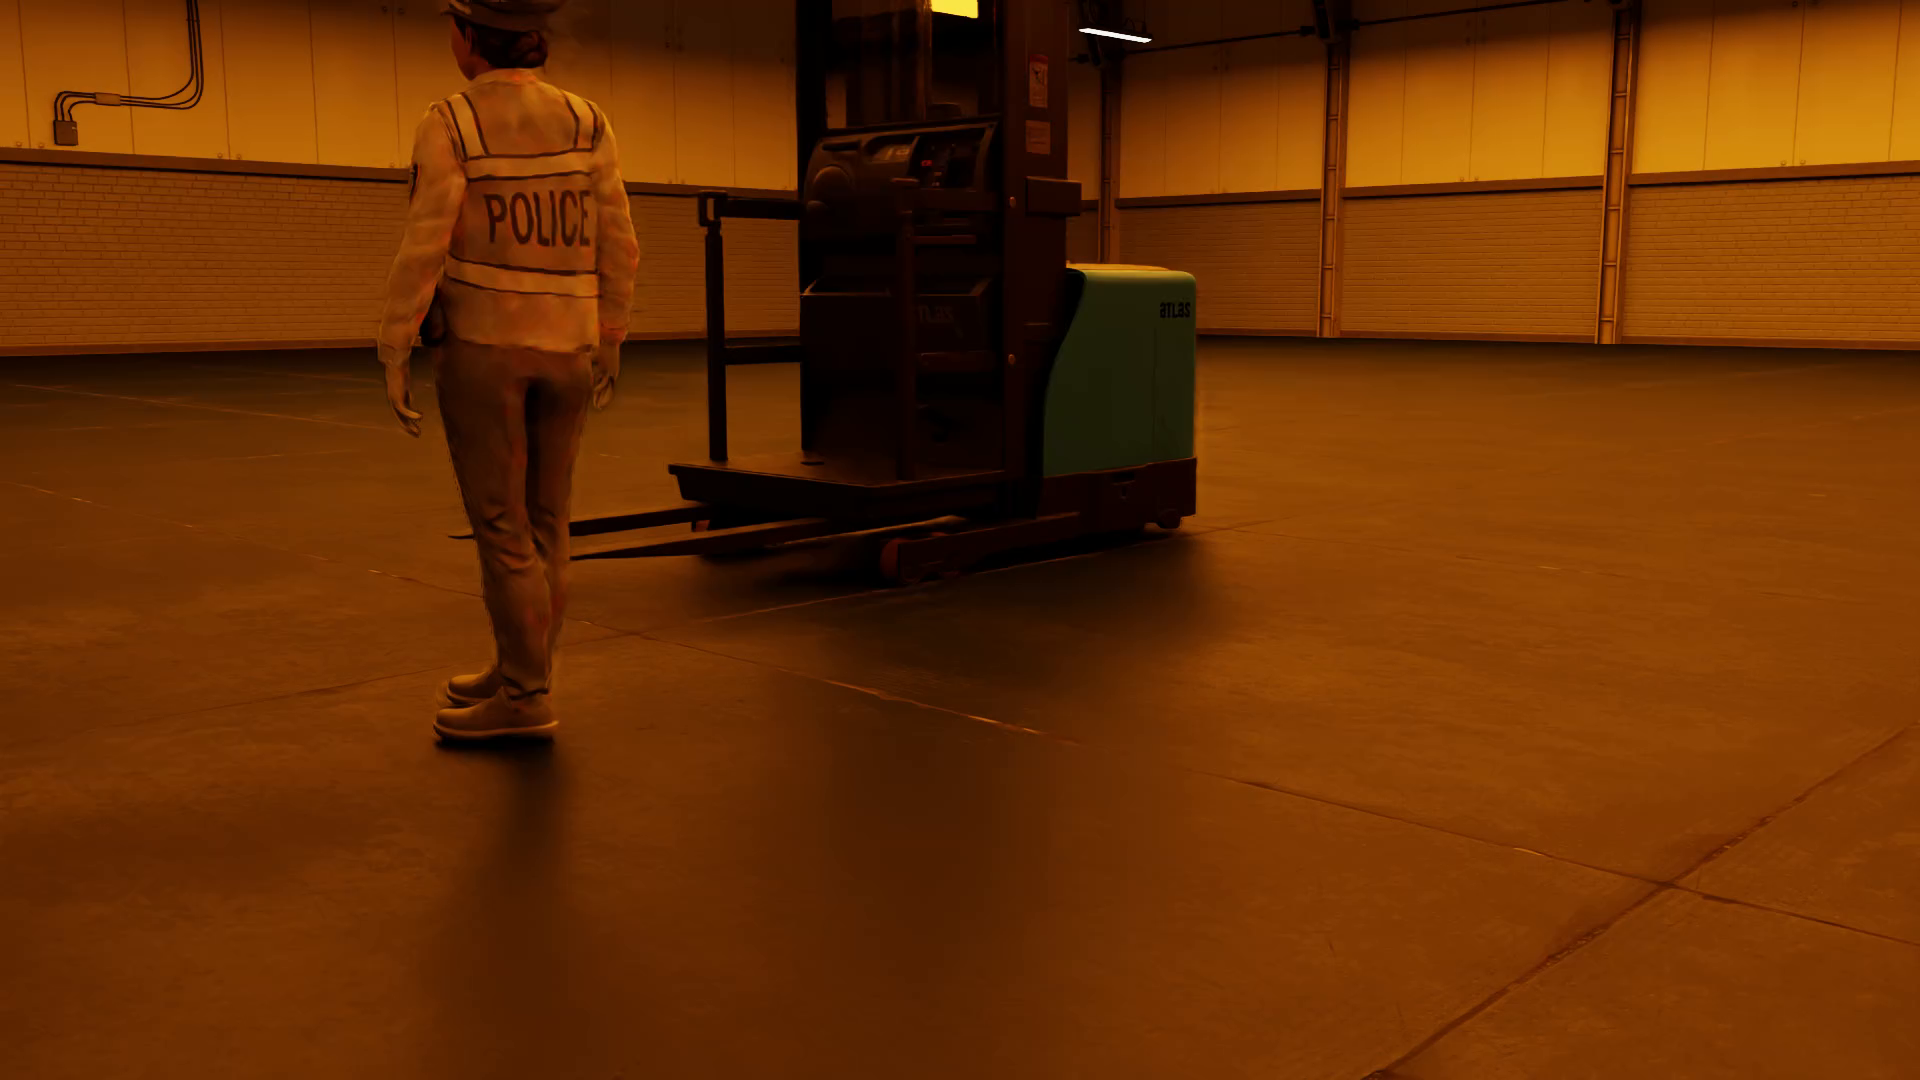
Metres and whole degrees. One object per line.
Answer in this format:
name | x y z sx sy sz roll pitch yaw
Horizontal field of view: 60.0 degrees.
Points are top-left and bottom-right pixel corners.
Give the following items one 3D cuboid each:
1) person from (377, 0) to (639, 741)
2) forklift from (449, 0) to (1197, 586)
person | -1.045 -0.408 3.707 0.577 1.694 0.611 -7 11 -40
forklift | -0.374 -1.377 6.017 1.130 2.935 3.031 8 11 42
